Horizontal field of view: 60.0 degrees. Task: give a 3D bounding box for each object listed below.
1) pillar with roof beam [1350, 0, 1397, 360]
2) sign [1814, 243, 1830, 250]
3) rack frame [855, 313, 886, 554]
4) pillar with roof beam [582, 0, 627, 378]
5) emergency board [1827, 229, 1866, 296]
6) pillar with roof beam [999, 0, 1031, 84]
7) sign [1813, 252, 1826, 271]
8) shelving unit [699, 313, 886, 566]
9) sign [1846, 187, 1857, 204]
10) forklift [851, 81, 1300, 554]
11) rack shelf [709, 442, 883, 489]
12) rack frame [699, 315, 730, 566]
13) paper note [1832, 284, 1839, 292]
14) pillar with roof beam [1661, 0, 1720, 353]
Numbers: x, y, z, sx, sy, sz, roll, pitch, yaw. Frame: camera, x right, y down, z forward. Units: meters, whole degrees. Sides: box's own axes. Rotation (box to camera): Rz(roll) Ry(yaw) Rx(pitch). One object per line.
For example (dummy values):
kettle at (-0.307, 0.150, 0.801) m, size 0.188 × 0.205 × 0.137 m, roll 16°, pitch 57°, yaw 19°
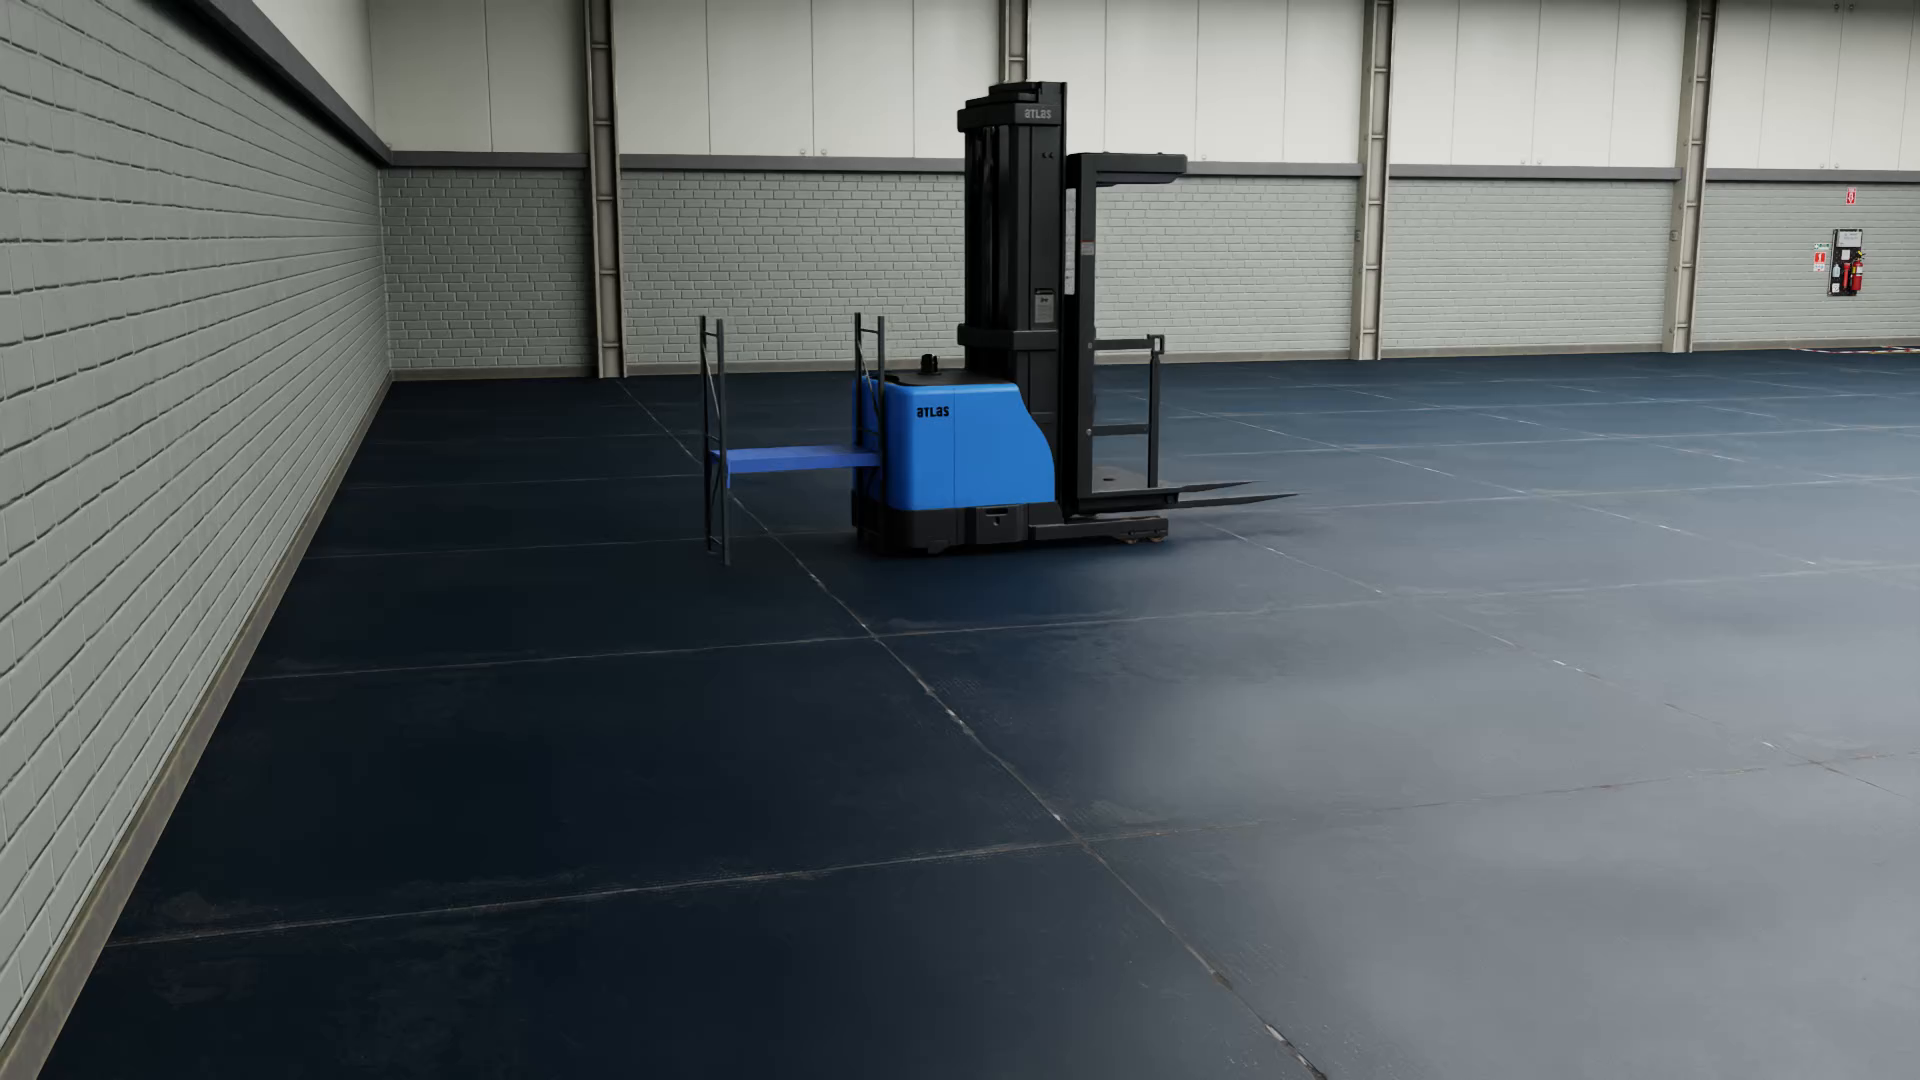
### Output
pillar with roof beam at (7.773, -6.610, 22.097) m, size 0.400 × 9.000 × 9.100 m, roll -3°, pitch 11°, yaw -16°
sign at (15.155, -5.164, 29.248) m, size 0.331 × 0.109 × 0.001 m, roll -3°, pitch 11°, yaw -16°
rack frame at (-0.575, -0.688, 10.643) m, size 0.032 × 1.500 × 0.500 m, roll -4°, pitch 11°, yaw -21°
pillar with roof beam at (-3.749, -6.003, 18.798) m, size 0.400 × 9.000 × 9.100 m, roll -3°, pitch 11°, yaw -16°
emergency board at (15.708, -4.897, 29.360) m, size 0.643 × 1.169 × 0.194 m, roll -3°, pitch 11°, yaw -16°
pillar with roof beam at (2.012, -6.306, 20.448) m, size 0.400 × 9.000 × 9.100 m, roll -3°, pitch 11°, yaw -16°
sign at (15.148, -4.904, 29.303) m, size 0.234 × 0.329 × 0.001 m, roll -3°, pitch 11°, yaw -16°
shelving unit at (-1.047, -0.654, 10.458) m, size 1.048 × 1.500 × 0.538 m, roll -4°, pitch 11°, yaw -21°
sign at (15.672, -6.054, 29.242) m, size 0.199 × 0.298 × 0.001 m, roll -3°, pitch 11°, yaw -16°
forklift at (0.838, -1.500, 11.097) m, size 3.031 × 2.935 × 1.130 m, roll -4°, pitch 11°, yaw -21°
rack shelf at (-1.047, -0.477, 10.491) m, size 1.000 × 0.185 × 0.538 m, roll -4°, pitch 11°, yaw -21°
rack frame at (-1.519, -0.620, 10.273) m, size 0.032 × 1.500 × 0.500 m, roll -4°, pitch 11°, yaw -21°
paper note at (15.519, -4.467, 29.457) m, size 0.142 × 0.148 × 0.016 m, roll -3°, pitch 11°, yaw -16°
pillar with roof beam at (13.534, -6.914, 23.746) m, size 0.400 × 9.000 × 9.100 m, roll -3°, pitch 11°, yaw -16°
